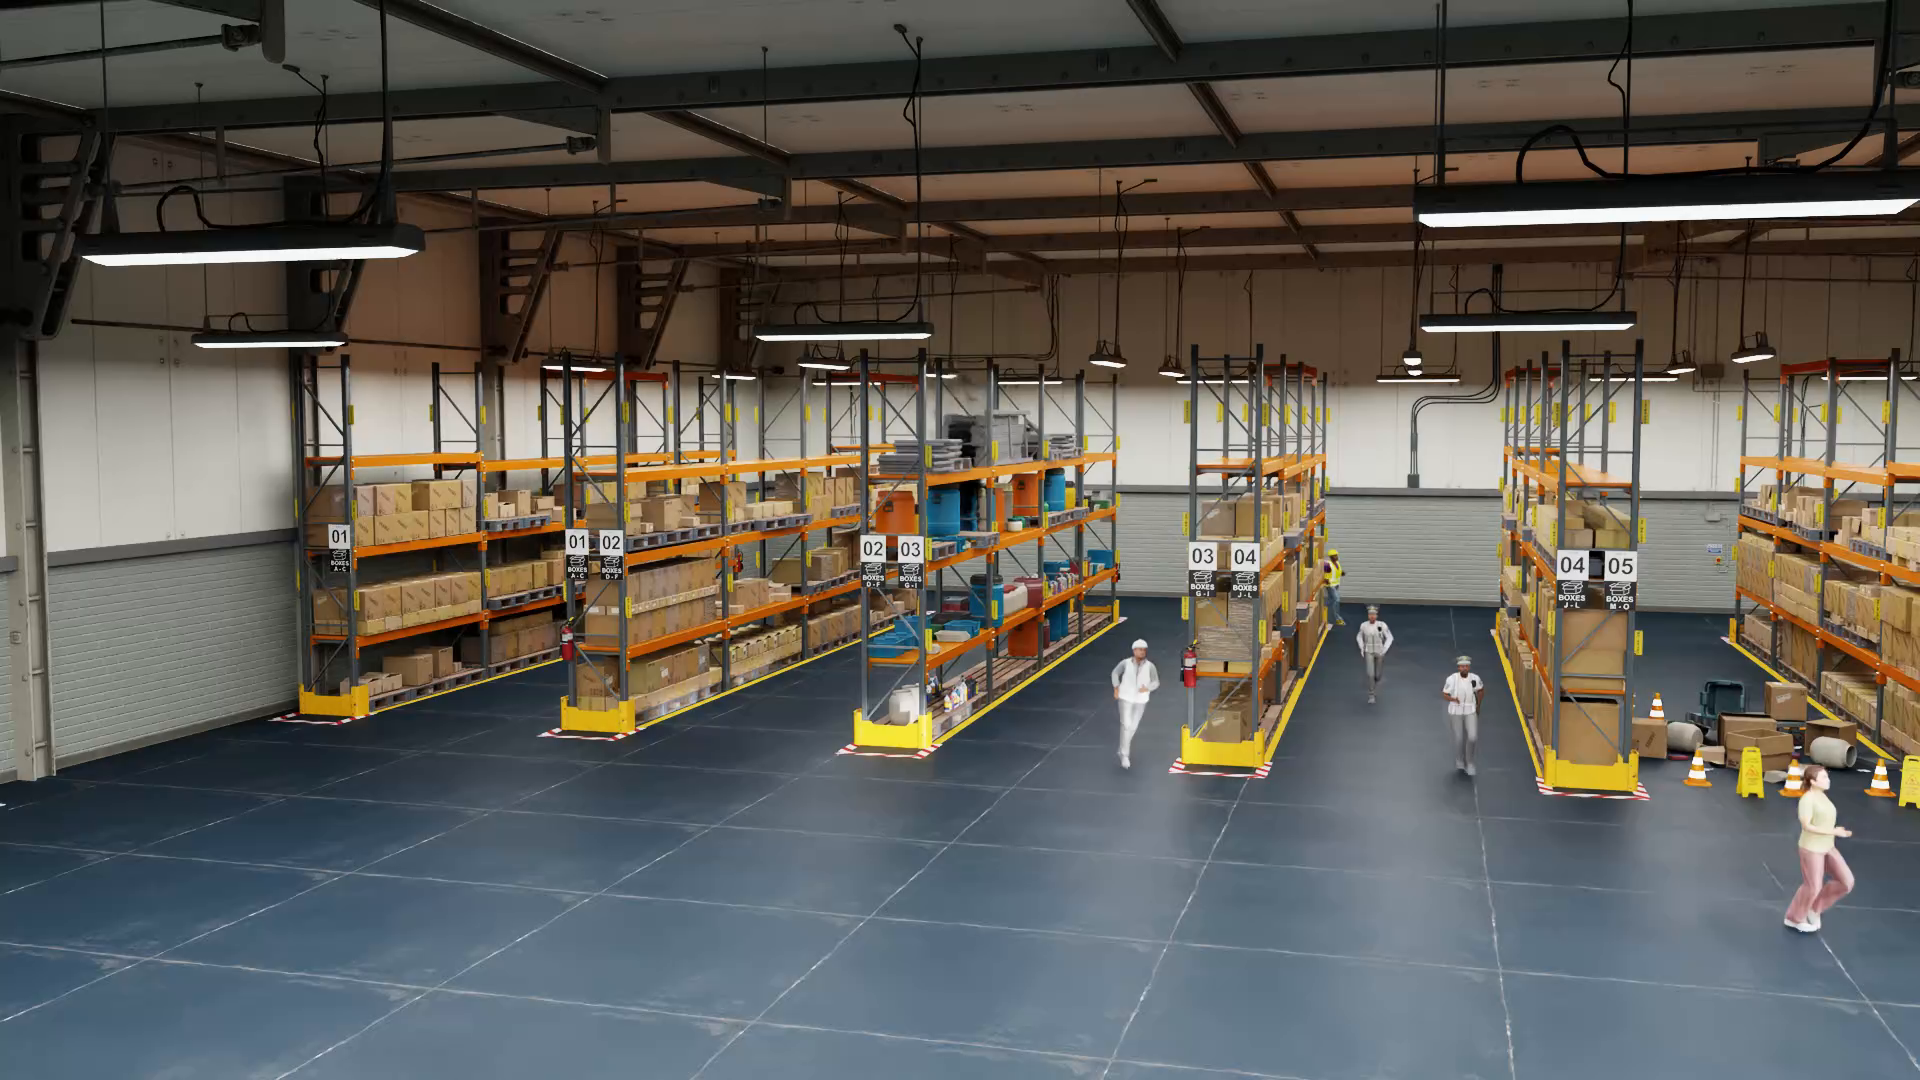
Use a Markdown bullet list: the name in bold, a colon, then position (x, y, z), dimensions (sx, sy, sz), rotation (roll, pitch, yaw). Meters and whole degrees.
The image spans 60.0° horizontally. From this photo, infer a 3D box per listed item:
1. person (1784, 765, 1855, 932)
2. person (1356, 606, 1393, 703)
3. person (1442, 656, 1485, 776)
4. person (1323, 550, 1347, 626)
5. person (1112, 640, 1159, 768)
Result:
- **person**: position (8.262, 2.983, 15.981), dimensions (0.558, 1.614, 0.606), rotation (-3, 5, -36)
- **person**: position (7.279, 1.990, 29.209), dimensions (0.624, 1.694, 0.680), rotation (1, 4, 16)
- **person**: position (7.027, 2.436, 23.206), dimensions (0.588, 1.675, 0.740), rotation (1, 4, 12)
- **person**: position (8.900, 1.120, 39.829), dimensions (0.915, 1.798, 0.695), rotation (4, 6, 41)
- **person**: position (2.537, 2.324, 23.973), dimensions (0.645, 1.789, 0.812), rotation (-1, 4, -7)
